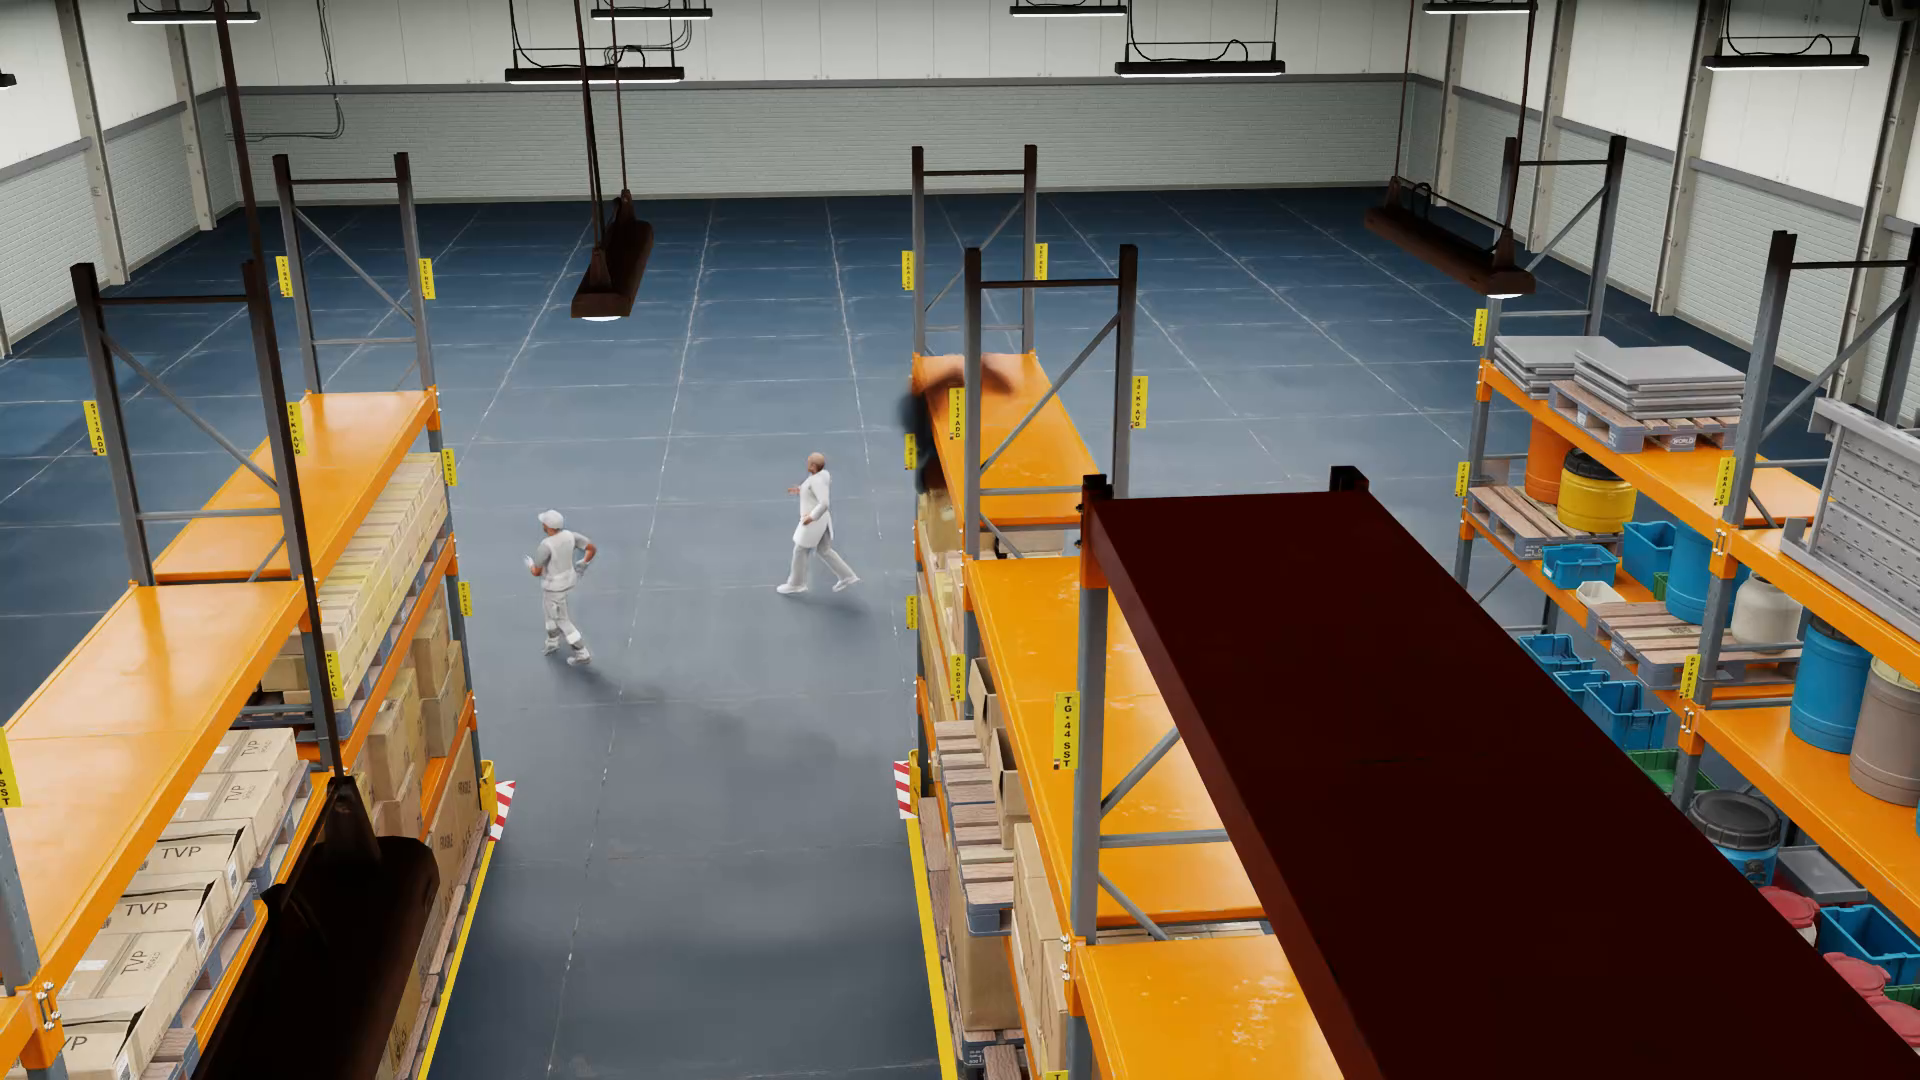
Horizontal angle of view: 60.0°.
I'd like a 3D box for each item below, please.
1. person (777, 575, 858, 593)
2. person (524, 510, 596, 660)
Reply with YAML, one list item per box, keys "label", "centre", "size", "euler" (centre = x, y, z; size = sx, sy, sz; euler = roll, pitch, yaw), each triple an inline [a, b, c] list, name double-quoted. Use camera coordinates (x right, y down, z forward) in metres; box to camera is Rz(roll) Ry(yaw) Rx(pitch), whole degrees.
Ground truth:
- label: "person"
  centre: [-1.705, -0.035, 19.652]
  size: [1.006, 1.453, 0.227]
  euler: [7, 23, 16]
- label: "person"
  centre: [-4.356, 0.437, 17.938]
  size: [0.680, 1.661, 0.669]
  euler: [11, 24, 25]
